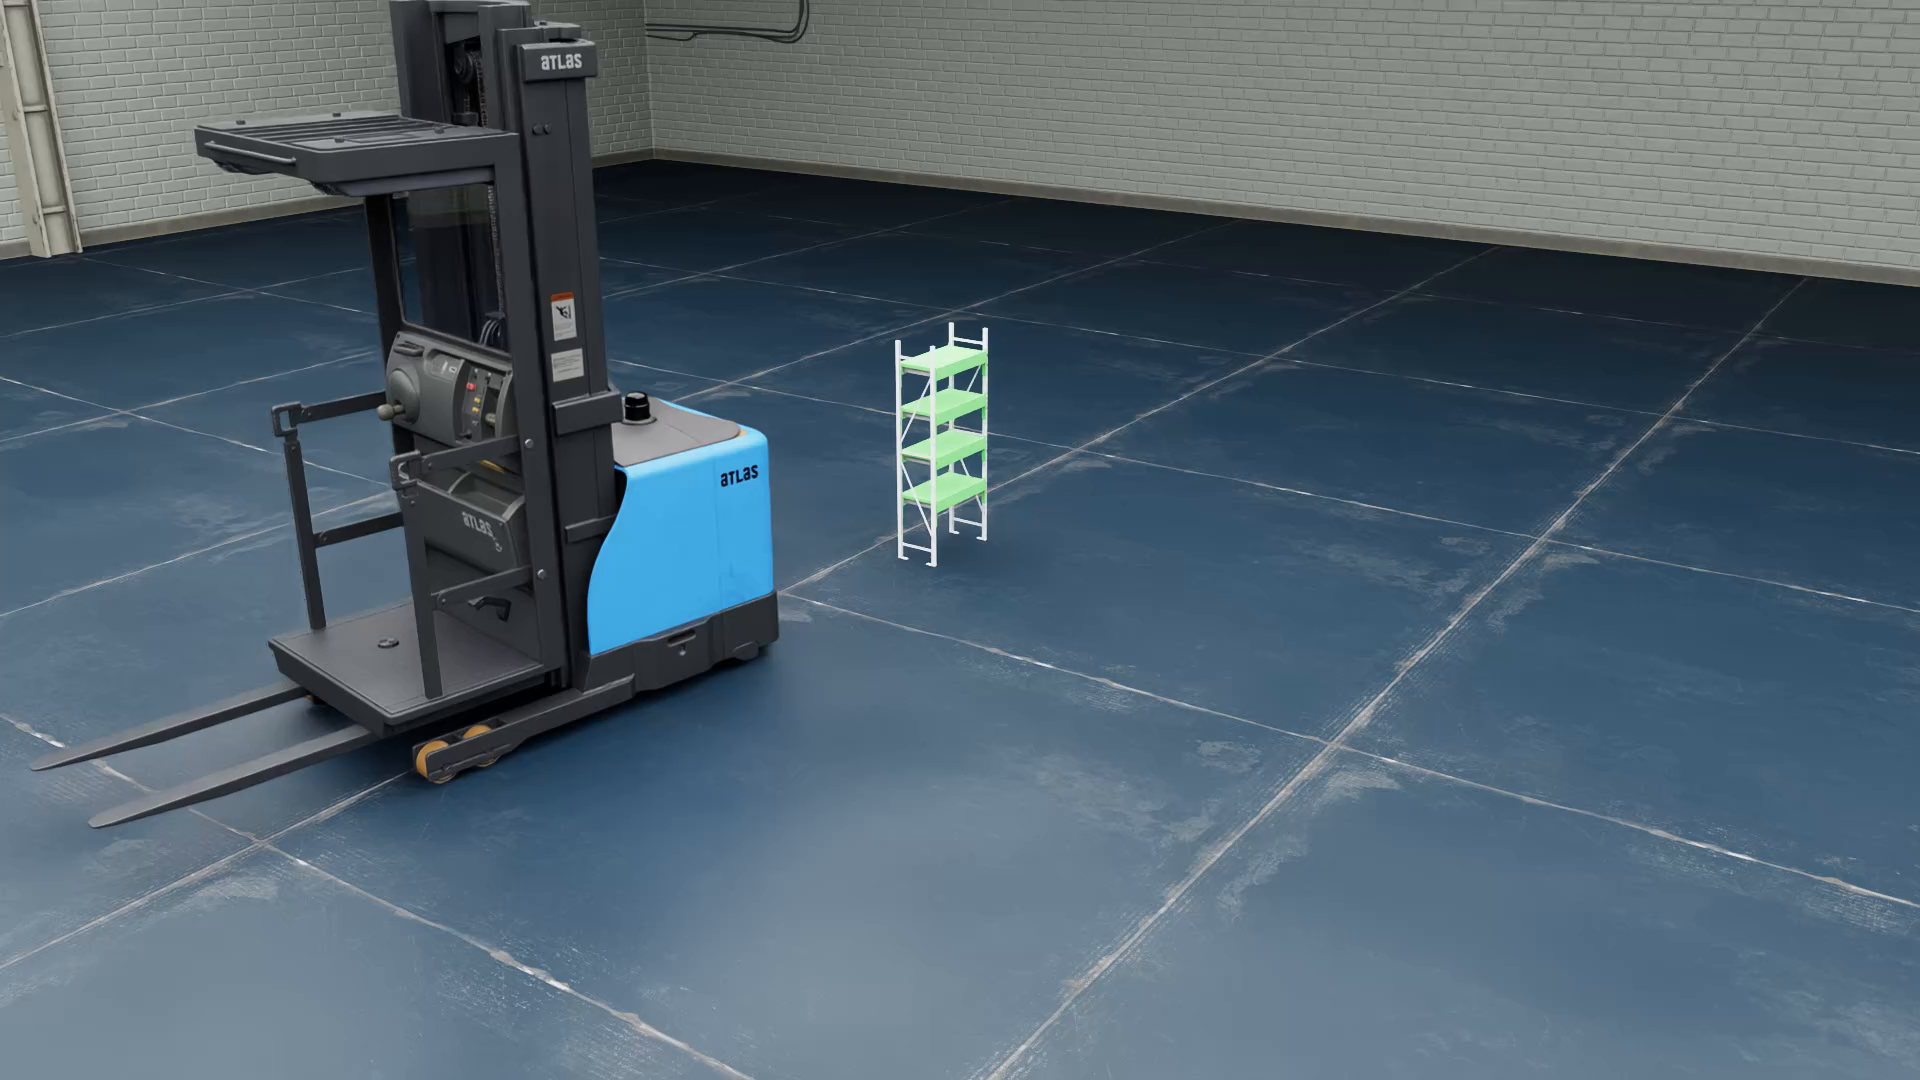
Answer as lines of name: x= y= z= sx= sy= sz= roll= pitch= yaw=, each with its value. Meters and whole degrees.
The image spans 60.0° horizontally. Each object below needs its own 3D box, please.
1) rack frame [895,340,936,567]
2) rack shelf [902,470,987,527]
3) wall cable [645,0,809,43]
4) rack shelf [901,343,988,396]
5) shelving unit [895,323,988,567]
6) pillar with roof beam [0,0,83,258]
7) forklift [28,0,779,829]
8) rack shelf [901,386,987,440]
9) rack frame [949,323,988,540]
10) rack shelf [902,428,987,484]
rack frame: x=-0.230 y=-0.445 z=8.739 sx=0.240 sy=1.200 sz=0.015 roll=13 pitch=24 yaw=32
rack shelf: x=-0.093 y=-0.230 z=9.034 sx=0.258 sy=0.148 sz=0.480 roll=13 pitch=24 yaw=32
wall cable: x=-3.303 y=-8.067 z=22.577 sx=3.097 sy=2.526 sz=0.112 roll=13 pitch=24 yaw=32
rack shelf: x=-0.093 y=-0.906 z=8.784 sx=0.258 sy=0.148 sz=0.480 roll=13 pitch=24 yaw=32
shelving unit: x=-0.093 y=-0.515 z=8.928 sx=0.258 sy=1.200 sz=0.503 roll=13 pitch=24 yaw=32
pillar with roof beam: x=-5.866 y=-6.374 z=13.527 sx=9.100 sy=9.000 sz=0.400 roll=13 pitch=24 yaw=32
forklift: x=-2.242 y=-0.604 z=6.674 sx=1.130 sy=2.935 sz=3.031 roll=19 pitch=27 yaw=41
rack shelf: x=-0.093 y=-0.680 z=8.867 sx=0.258 sy=0.148 sz=0.480 roll=13 pitch=24 yaw=32
rack frame: x=0.044 y=-0.585 z=9.118 sx=0.240 sy=1.200 sz=0.015 roll=13 pitch=24 yaw=32
rack shelf: x=-0.093 y=-0.455 z=8.951 sx=0.258 sy=0.148 sz=0.480 roll=13 pitch=24 yaw=32
